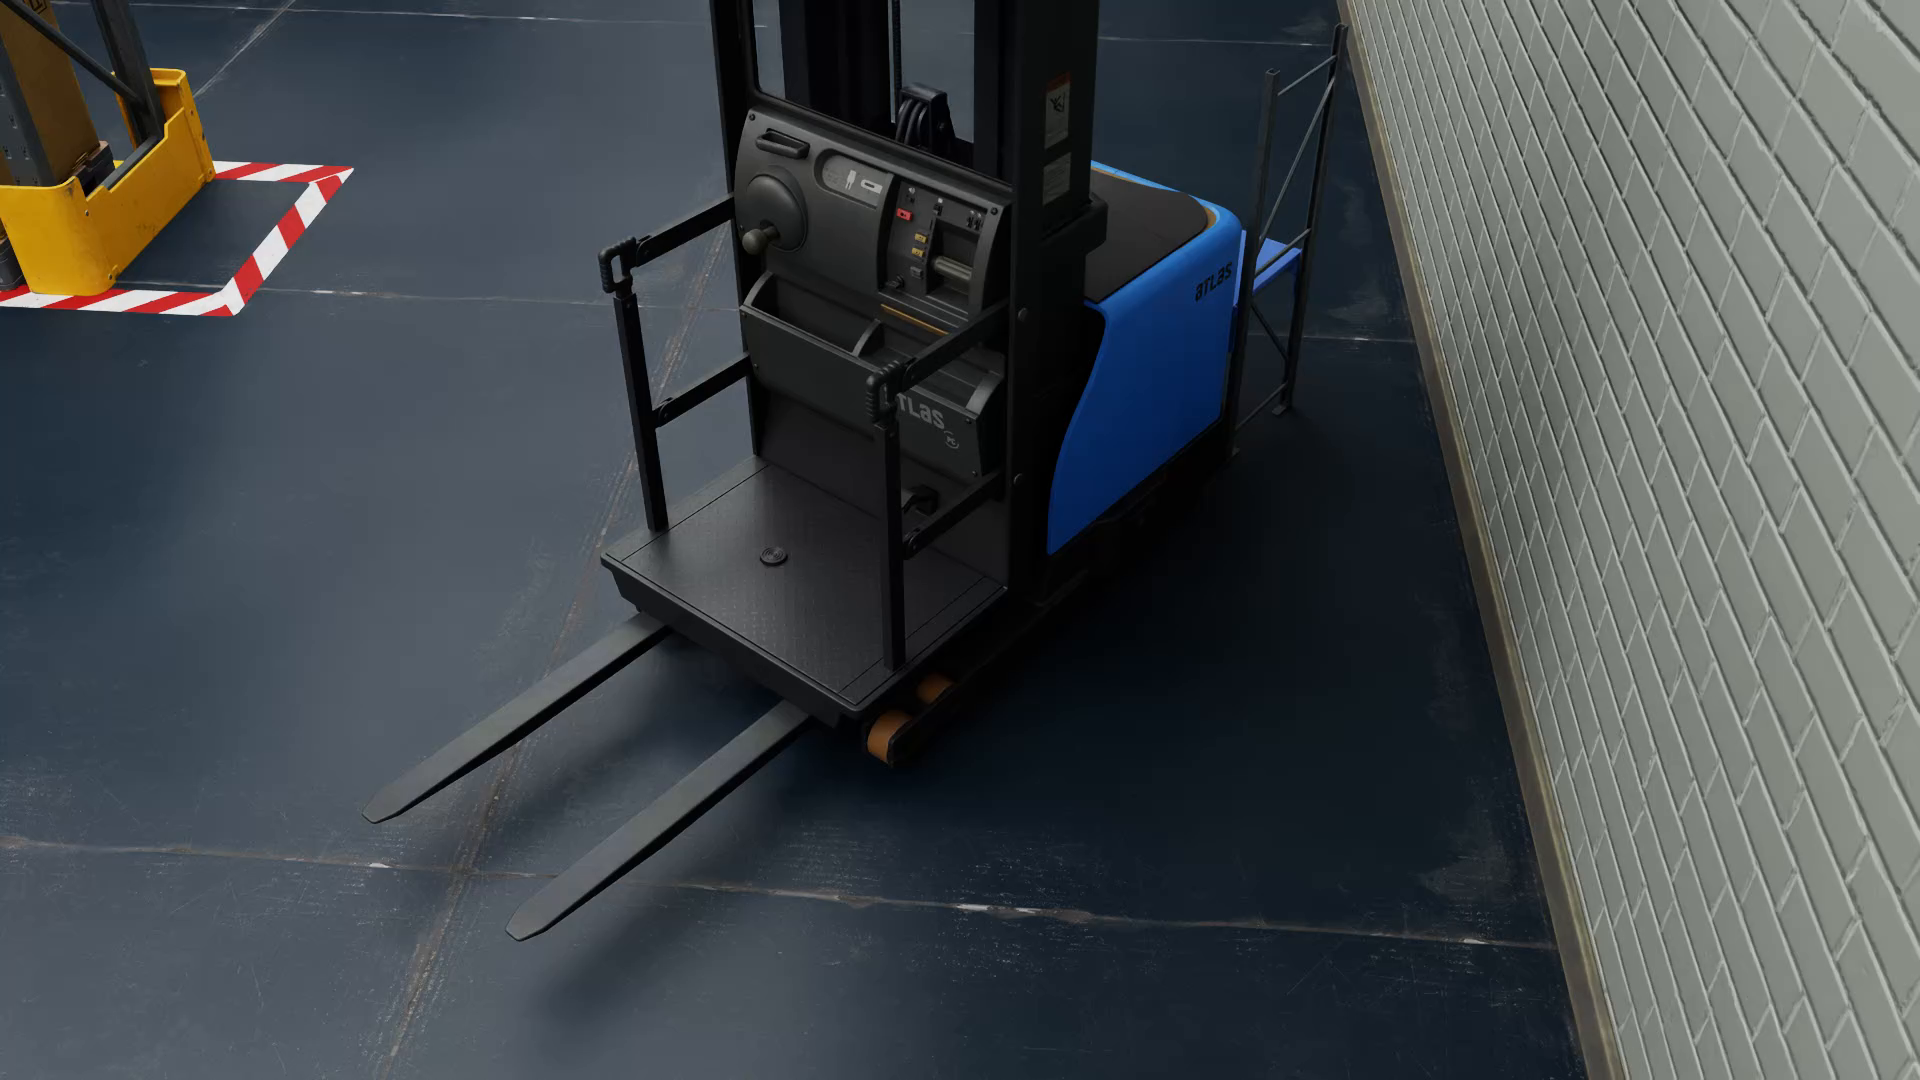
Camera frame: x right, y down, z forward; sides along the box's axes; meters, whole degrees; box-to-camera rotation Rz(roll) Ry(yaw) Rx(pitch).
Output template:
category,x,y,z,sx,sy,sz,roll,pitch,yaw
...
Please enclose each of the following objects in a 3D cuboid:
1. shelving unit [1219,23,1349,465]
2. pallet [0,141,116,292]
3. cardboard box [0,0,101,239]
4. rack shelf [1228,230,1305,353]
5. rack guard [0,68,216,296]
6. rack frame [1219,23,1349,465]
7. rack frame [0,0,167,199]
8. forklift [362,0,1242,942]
category,x,y,z,sx,sy,sz,roll,pitch,yaw
shelving unit,0.708,-1.182,6.014,1.048,1.500,0.538,26,46,28
pallet,-4.565,-1.478,7.399,1.213,0.211,1.003,3,39,4
cardboard box,-4.406,-1.889,7.045,0.875,0.875,0.875,3,39,4
rack shelf,0.708,-1.042,6.127,1.000,0.185,0.538,26,46,28
rack guard,-3.737,-1.595,7.313,0.348,0.500,1.175,3,39,4
rack frame,1.111,-0.987,5.774,0.032,1.500,0.500,26,46,28
rack frame,-3.761,-2.566,6.526,0.127,3.000,1.000,3,39,4
forklift,-0.400,-0.830,4.448,1.130,2.935,3.031,27,47,30
